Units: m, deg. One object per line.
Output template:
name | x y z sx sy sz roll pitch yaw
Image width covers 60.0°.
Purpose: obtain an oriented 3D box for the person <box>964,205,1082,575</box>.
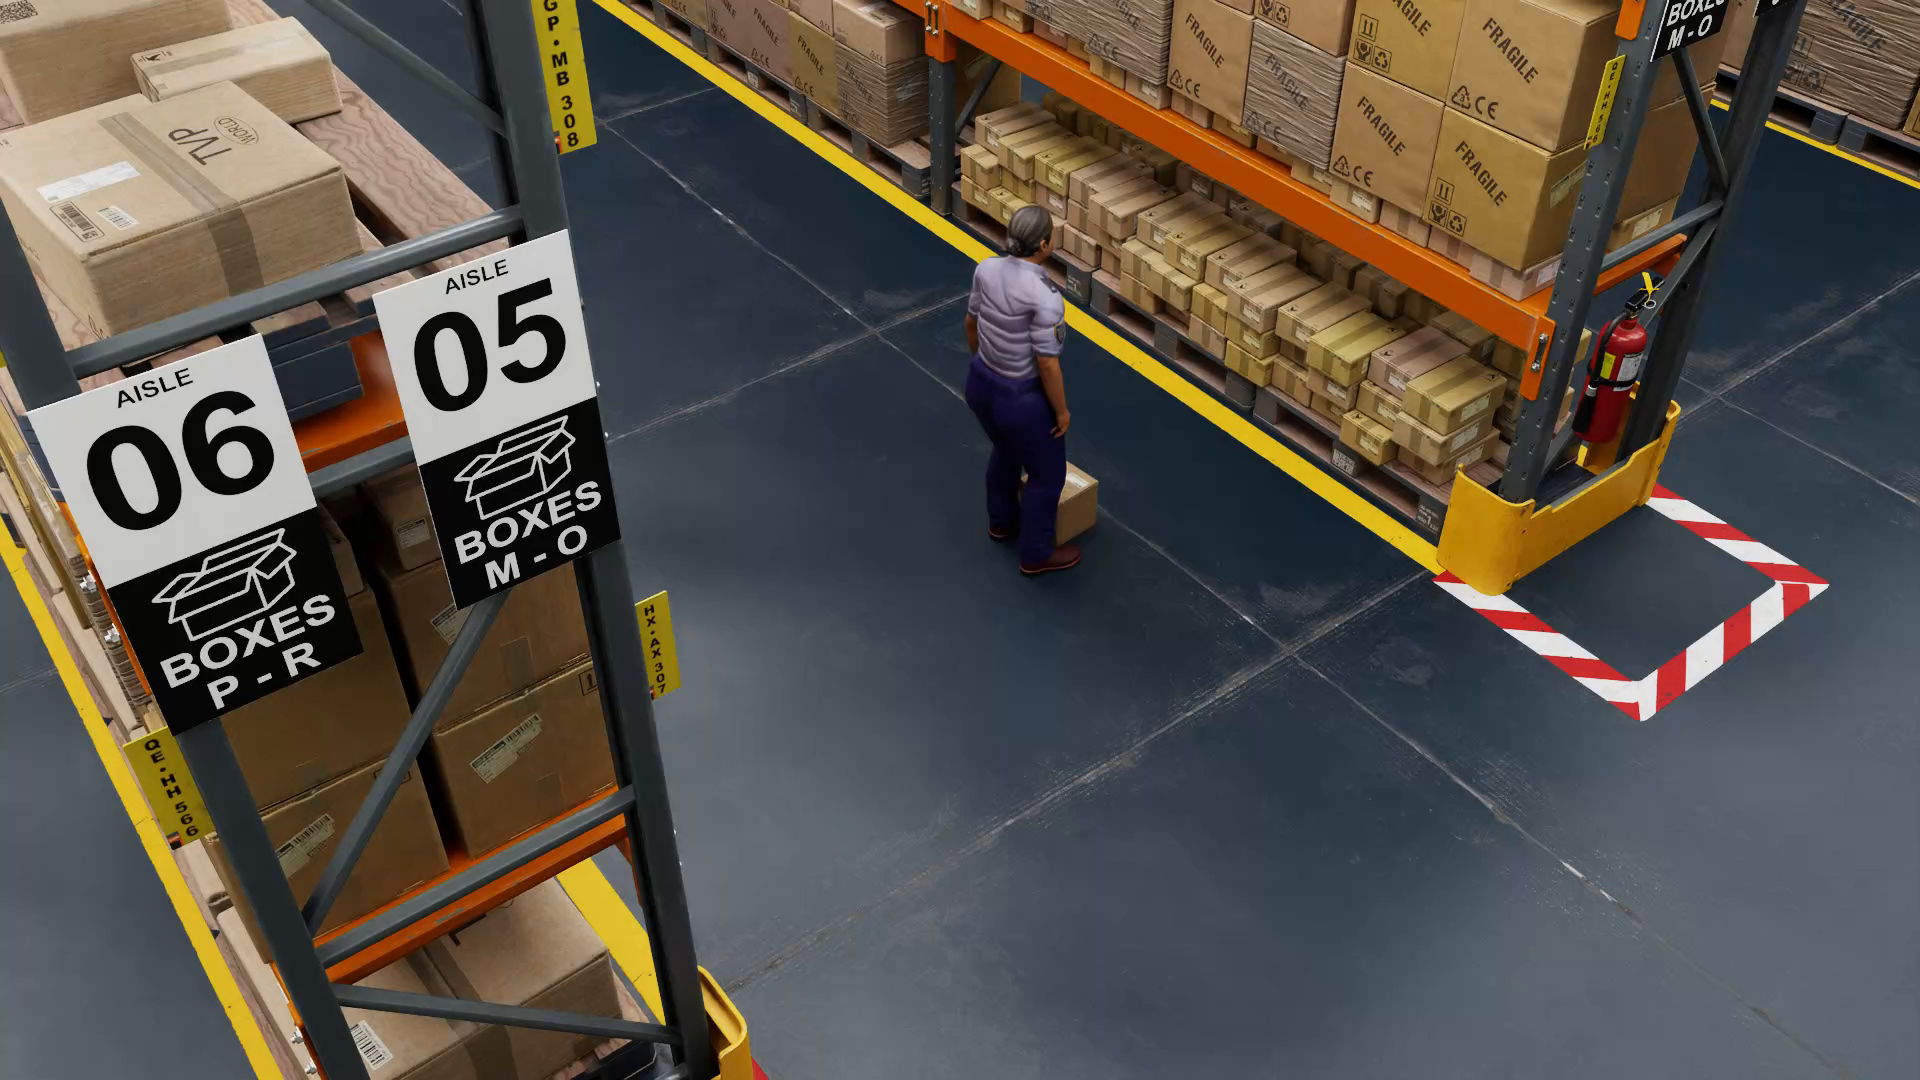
person | 0.271 -0.612 6.890 0.425 1.636 0.556 -29 48 -30
